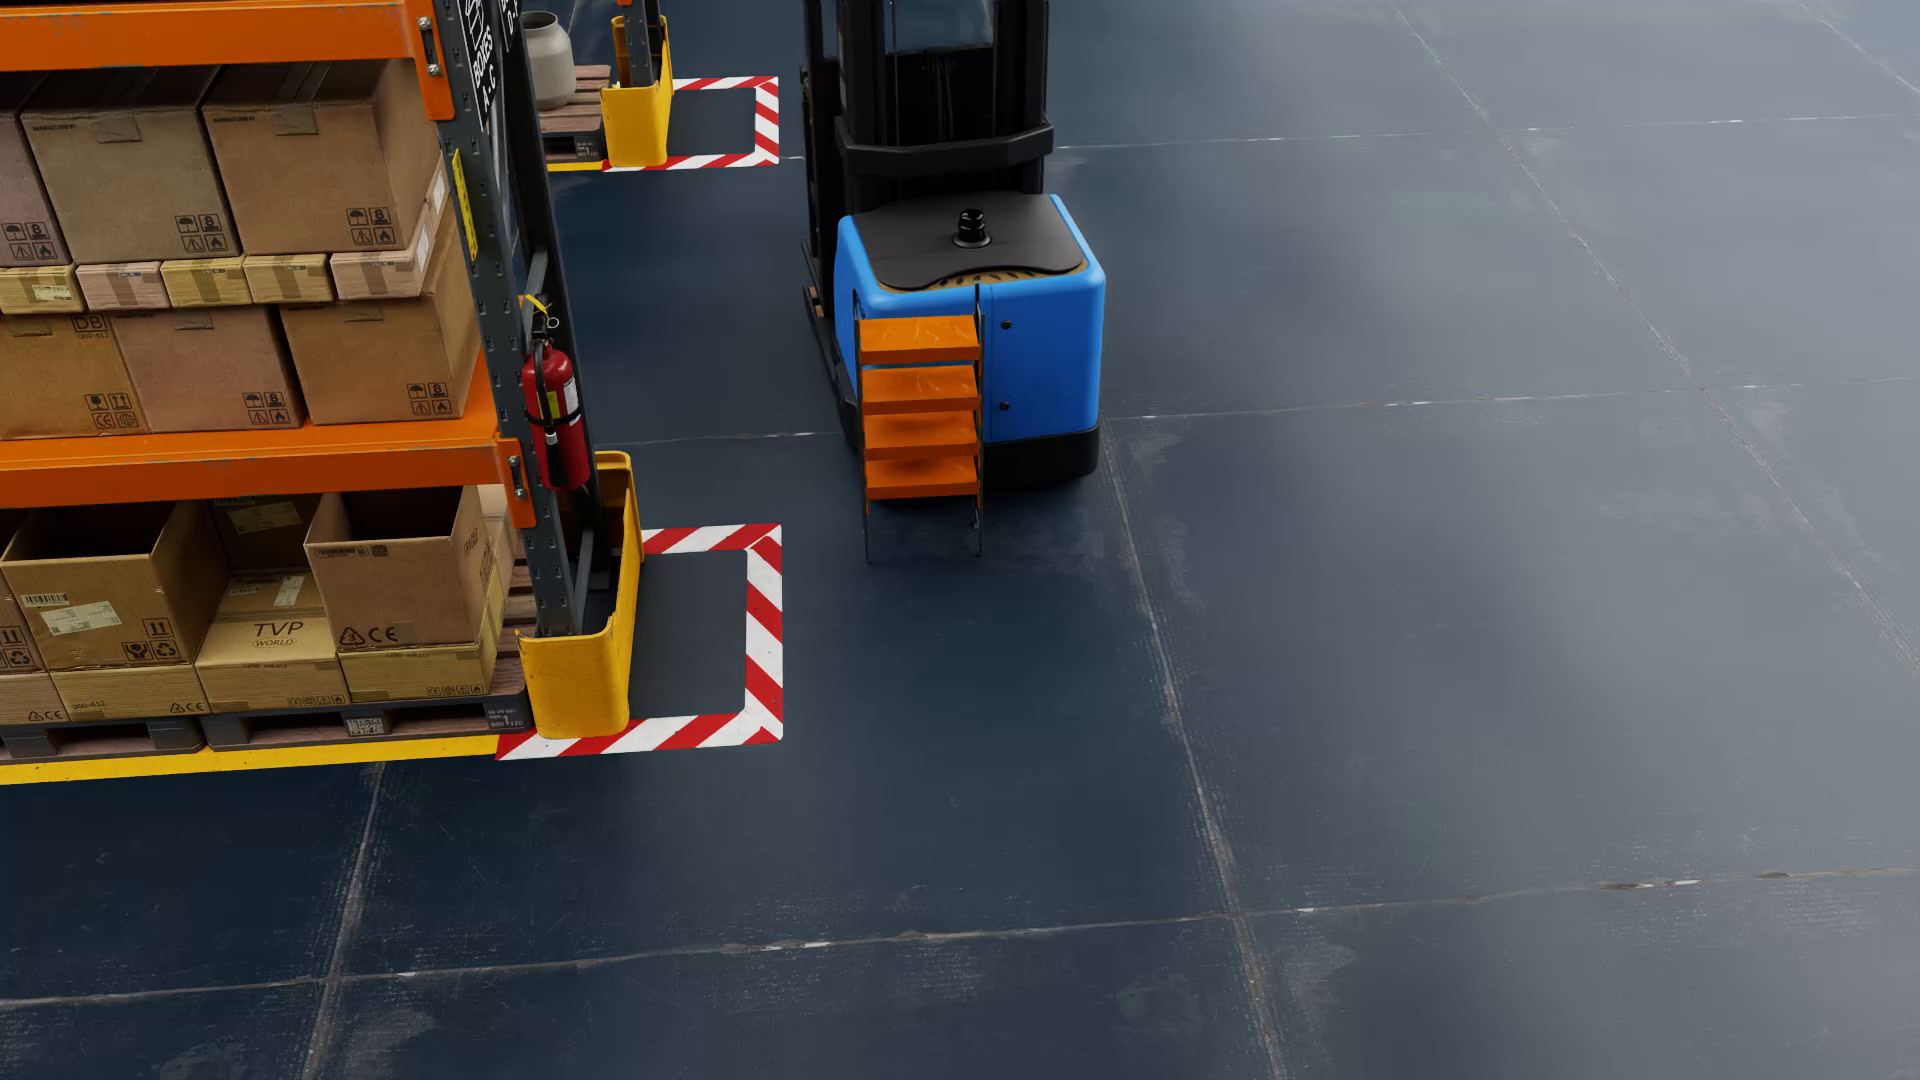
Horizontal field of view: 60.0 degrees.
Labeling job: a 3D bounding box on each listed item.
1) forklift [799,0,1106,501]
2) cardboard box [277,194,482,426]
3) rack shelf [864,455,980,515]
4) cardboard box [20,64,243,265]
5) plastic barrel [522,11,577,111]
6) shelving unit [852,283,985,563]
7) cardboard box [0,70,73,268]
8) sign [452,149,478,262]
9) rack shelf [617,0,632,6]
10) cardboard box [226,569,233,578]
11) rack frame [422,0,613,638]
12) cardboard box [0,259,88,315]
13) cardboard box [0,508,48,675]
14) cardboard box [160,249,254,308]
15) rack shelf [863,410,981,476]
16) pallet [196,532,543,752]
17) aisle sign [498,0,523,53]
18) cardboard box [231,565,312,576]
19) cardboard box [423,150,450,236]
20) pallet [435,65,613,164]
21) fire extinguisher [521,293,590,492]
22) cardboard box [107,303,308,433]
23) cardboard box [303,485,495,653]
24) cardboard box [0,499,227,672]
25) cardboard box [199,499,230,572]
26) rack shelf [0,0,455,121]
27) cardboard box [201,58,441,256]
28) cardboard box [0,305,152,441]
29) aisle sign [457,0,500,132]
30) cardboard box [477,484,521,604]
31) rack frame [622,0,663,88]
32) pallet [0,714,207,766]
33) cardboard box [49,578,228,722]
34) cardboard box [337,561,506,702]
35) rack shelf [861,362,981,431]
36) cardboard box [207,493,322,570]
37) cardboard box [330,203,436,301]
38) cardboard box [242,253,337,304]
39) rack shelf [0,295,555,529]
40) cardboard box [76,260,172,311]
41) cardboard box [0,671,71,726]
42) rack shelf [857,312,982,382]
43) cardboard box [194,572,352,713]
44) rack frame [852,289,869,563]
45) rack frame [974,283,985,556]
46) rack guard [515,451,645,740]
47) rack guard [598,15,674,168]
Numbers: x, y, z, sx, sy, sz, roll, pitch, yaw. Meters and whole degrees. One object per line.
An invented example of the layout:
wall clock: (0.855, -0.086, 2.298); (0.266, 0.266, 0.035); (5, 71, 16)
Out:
forklift: (-0.200, -2.237, 7.719); (1.130, 2.935, 3.031); (-8, 39, -10)
cardboard box: (-1.978, -0.809, 5.773); (0.500, 0.500, 0.700); (-3, 38, -4)
rack shelf: (-0.165, -0.253, 7.032); (0.480, 0.148, 0.258); (-3, 38, -4)
cardboard box: (-2.554, -1.283, 5.326); (0.500, 0.500, 0.700); (-4, 38, -5)
plastic barrel: (-2.595, -2.949, 10.235); (0.421, 0.512, 0.421); (0, 38, 0)
shelving unit: (-0.165, -0.462, 6.867); (0.503, 1.200, 0.258); (-3, 38, -4)
cardboard box: (-3.056, -1.255, 5.291); (0.500, 0.500, 0.700); (-3, 38, -4)
sign: (-1.477, -0.999, 4.969); (0.005, 0.325, 0.100); (-3, 38, -4)
rack shelf: (-3.939, -3.452, 9.784); (4.000, 0.370, 1.077); (-3, 38, -4)
cardboard box: (-3.061, 0.076, 6.612); (0.500, 0.250, 0.500); (-3, 38, -4)
rack frame: (-1.512, -0.787, 5.826); (0.127, 3.000, 1.000); (-3, 38, -4)
cardboard box: (-2.903, -0.886, 5.347); (0.250, 0.149, 0.380); (-2, 38, -3)
cardboard box: (-3.512, 0.136, 5.931); (0.500, 0.500, 0.500); (-3, 38, -4)
cardboard box: (-2.391, -0.913, 5.382); (0.250, 0.149, 0.380); (-4, 38, -5)
rack shelf: (-0.165, -0.409, 6.909); (0.480, 0.148, 0.258); (-3, 38, -4)
pallet: (-2.270, 0.375, 6.604); (1.213, 0.211, 1.003); (-3, 38, -4)
aisle sign: (-1.473, -2.000, 5.265); (0.004, 0.787, 0.394); (-3, 38, -4)
cardboard box: (-2.563, 0.049, 6.647); (0.500, 0.250, 0.500); (-3, 38, -4)
cardboard box: (-1.921, -1.193, 5.735); (0.250, 0.149, 0.380); (-3, 38, -4)
pallet: (-2.828, -2.674, 10.469); (1.213, 0.211, 1.003); (-3, 38, -4)
fire extinguisher: (-1.353, -0.477, 5.495); (0.183, 0.674, 0.296); (-3, 38, -4)
cardboard box: (-2.500, -0.777, 5.732); (0.500, 0.500, 0.700); (-2, 38, -3)
cardboard box: (-2.019, 0.046, 6.046); (0.500, 0.500, 0.500); (-3, 38, -4)
cardboard box: (-3.014, 0.110, 5.965); (0.500, 0.500, 0.500); (-3, 38, -4)
cardboard box: (-3.060, -0.211, 6.371); (0.500, 0.500, 0.500); (-3, 38, -4)
rack shelf: (-3.504, -1.573, 4.981); (4.000, 0.370, 1.077); (-3, 38, -4)
cardboard box: (-2.030, -1.315, 5.367); (0.500, 0.500, 0.700); (-3, 38, -4)
cardboard box: (-2.995, -0.753, 5.702); (0.500, 0.500, 0.700); (-3, 38, -4)
aisle sign: (-1.420, -1.630, 4.796); (0.004, 0.787, 0.394); (-3, 38, -4)
cardboard box: (-2.065, 0.019, 6.684); (0.500, 0.250, 0.500); (-3, 38, -4)
rack frame: (-1.947, -3.844, 9.700); (0.127, 3.000, 1.000); (-3, 38, -4)
pallet: (-3.482, 0.440, 6.522); (1.213, 0.211, 1.003); (-3, 38, -4)
cardboard box: (-3.014, 0.402, 6.199); (0.500, 0.250, 0.500); (-3, 38, -4)
cardboard box: (-2.020, 0.339, 6.279); (0.500, 0.250, 0.500); (-3, 38, -4)
rack shelf: (-0.165, -0.585, 6.770); (0.480, 0.148, 0.258); (-3, 38, -4)
cardboard box: (-2.563, -0.246, 6.416); (0.500, 0.500, 0.500); (-3, 38, -4)
cardboard box: (-1.875, -0.943, 5.419); (0.250, 0.149, 0.380); (-4, 38, -5)
cardboard box: (-2.136, -0.927, 5.399); (0.250, 0.149, 0.380); (-2, 38, -3)
rack shelf: (-3.504, -0.395, 5.910); (4.000, 0.370, 1.077); (-3, 38, -4)
cardboard box: (-2.641, -0.901, 5.366); (0.250, 0.149, 0.380); (-3, 38, -3)
cardboard box: (-3.513, 0.429, 6.166); (0.500, 0.250, 0.500); (-3, 38, -4)
rack shelf: (-0.165, -0.770, 6.623); (0.480, 0.148, 0.258); (-3, 38, -4)
cardboard box: (-2.516, 0.374, 6.235); (0.500, 0.250, 0.500); (-3, 38, -4)
rack frame: (-0.408, -0.449, 6.850); (0.015, 1.200, 0.240); (-3, 38, -4)
rack frame: (0.078, -0.475, 6.884); (0.015, 1.200, 0.240); (-3, 38, -4)
rack guard: (-1.488, 0.193, 6.602); (0.348, 0.500, 1.175); (-3, 38, -4)
rack guard: (-2.018, -2.829, 10.432); (0.348, 0.500, 1.175); (-3, 38, -4)
